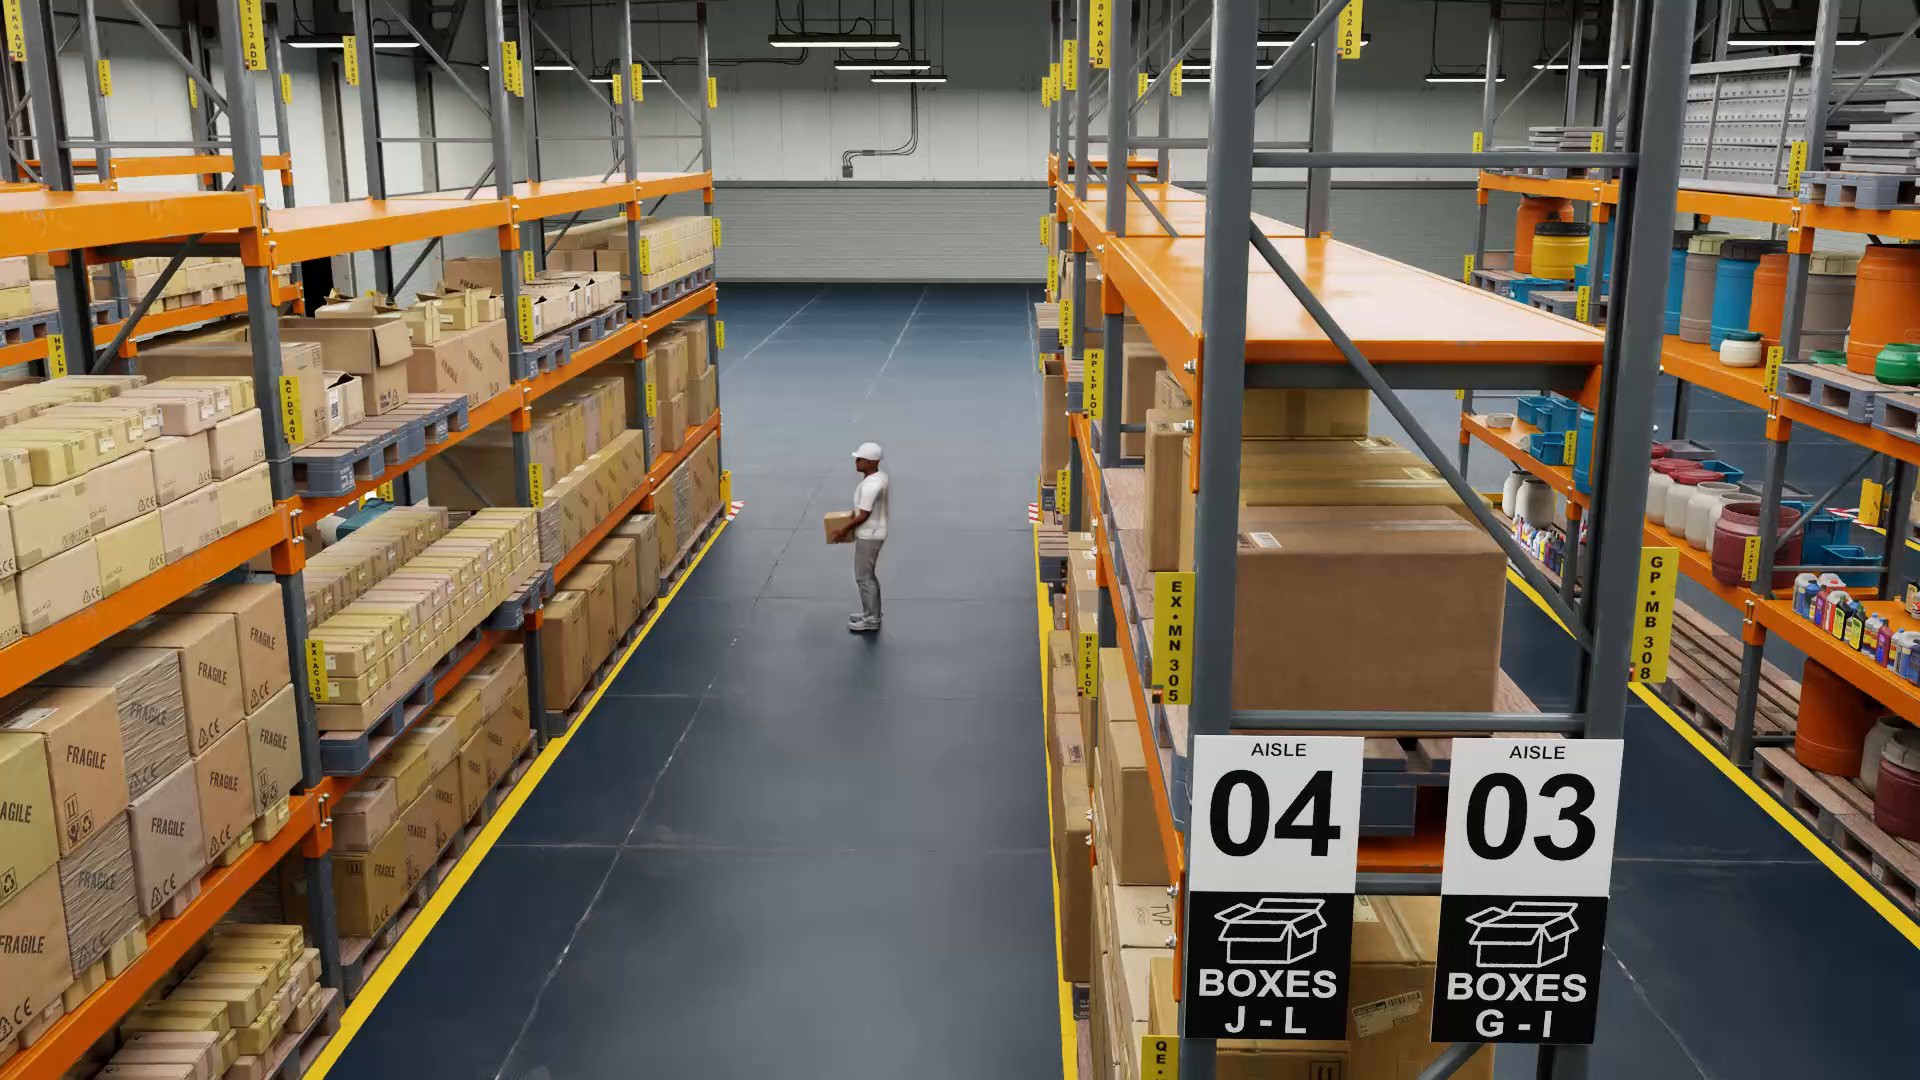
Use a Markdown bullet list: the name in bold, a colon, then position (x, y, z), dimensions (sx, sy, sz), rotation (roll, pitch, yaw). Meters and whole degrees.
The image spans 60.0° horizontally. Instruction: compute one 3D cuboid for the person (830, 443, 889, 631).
- **person**: position (-0.935, -0.041, 15.608), dimensions (0.541, 1.770, 0.548), rotation (0, 14, 1)
